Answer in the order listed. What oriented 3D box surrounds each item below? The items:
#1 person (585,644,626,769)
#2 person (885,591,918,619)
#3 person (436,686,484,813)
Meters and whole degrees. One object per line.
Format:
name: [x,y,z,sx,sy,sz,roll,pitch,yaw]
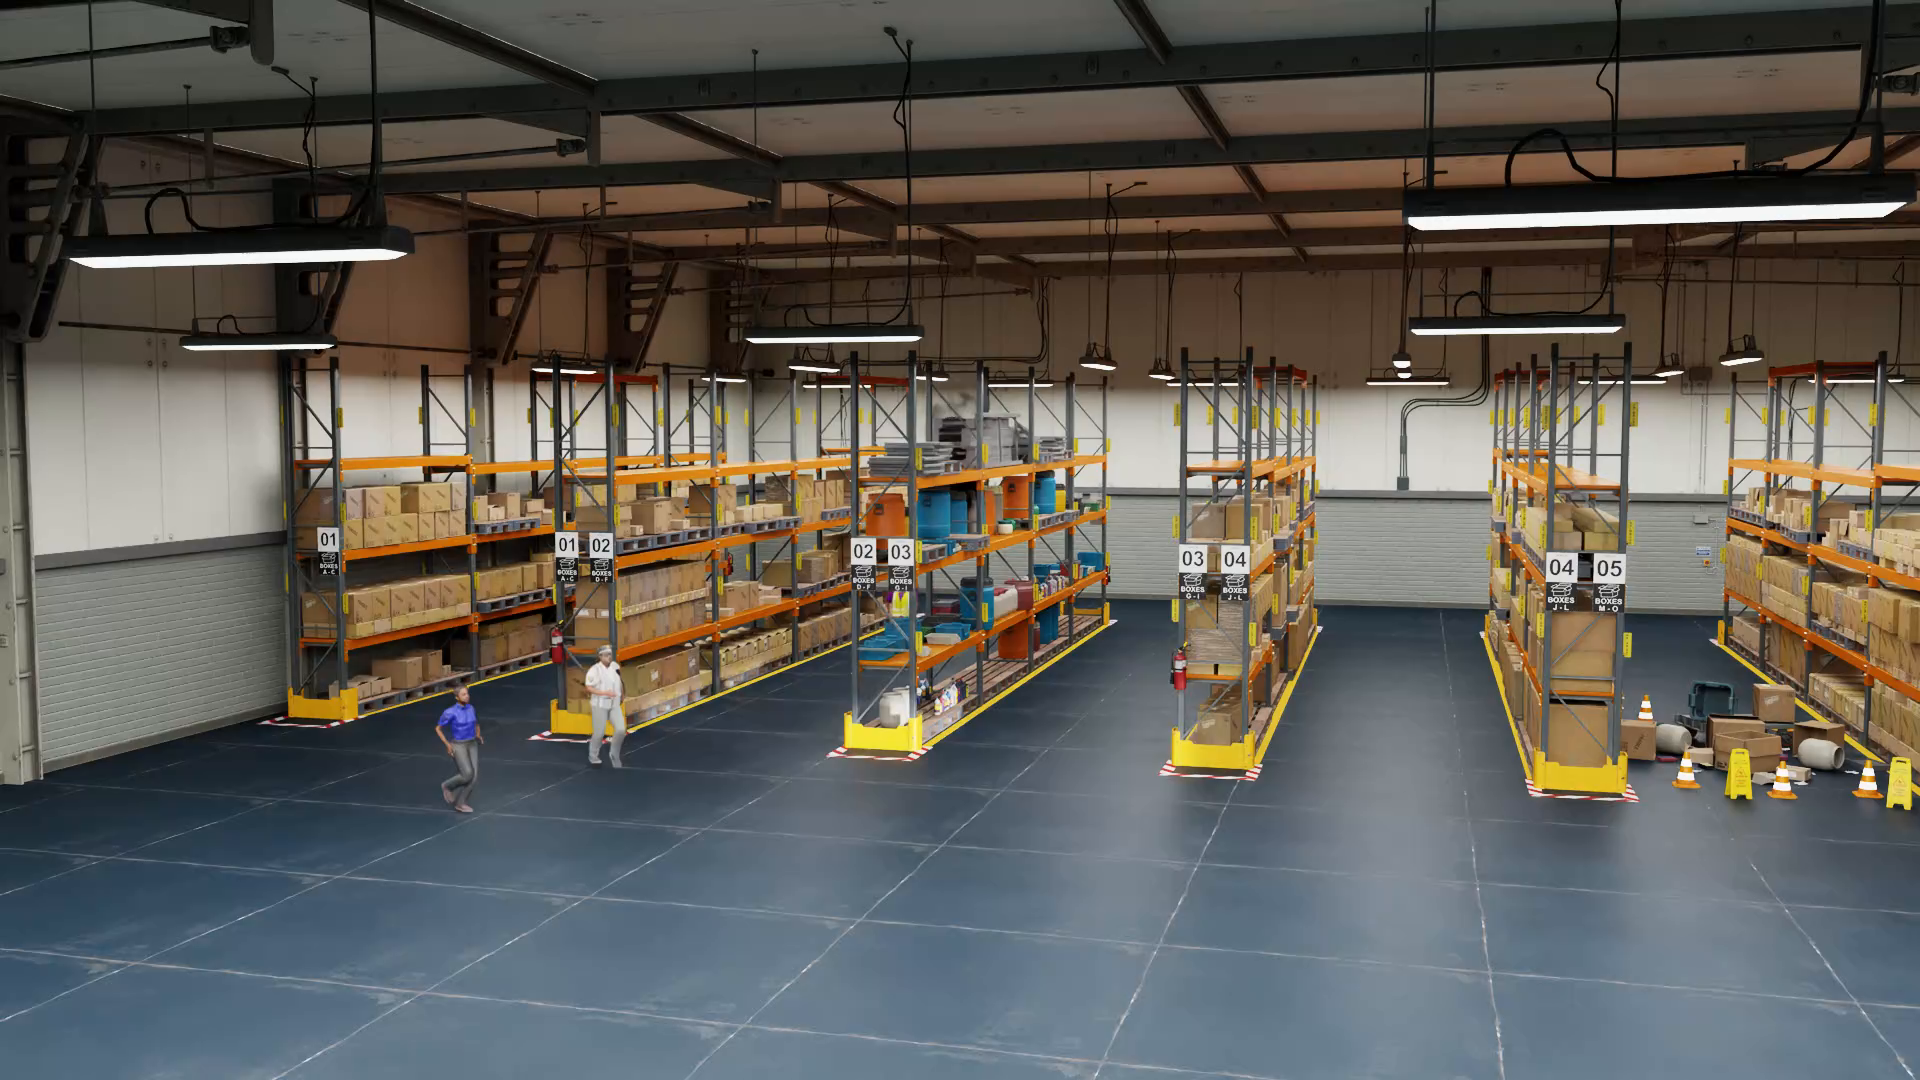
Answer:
person: [-5.030,2.402,23.751,0.686,1.854,0.753,-4,6,-41]
person: [-1.225,1.597,34.648,0.698,1.720,0.575,0,4,3]
person: [-6.296,2.662,21.093,0.556,1.602,0.577,3,5,34]
